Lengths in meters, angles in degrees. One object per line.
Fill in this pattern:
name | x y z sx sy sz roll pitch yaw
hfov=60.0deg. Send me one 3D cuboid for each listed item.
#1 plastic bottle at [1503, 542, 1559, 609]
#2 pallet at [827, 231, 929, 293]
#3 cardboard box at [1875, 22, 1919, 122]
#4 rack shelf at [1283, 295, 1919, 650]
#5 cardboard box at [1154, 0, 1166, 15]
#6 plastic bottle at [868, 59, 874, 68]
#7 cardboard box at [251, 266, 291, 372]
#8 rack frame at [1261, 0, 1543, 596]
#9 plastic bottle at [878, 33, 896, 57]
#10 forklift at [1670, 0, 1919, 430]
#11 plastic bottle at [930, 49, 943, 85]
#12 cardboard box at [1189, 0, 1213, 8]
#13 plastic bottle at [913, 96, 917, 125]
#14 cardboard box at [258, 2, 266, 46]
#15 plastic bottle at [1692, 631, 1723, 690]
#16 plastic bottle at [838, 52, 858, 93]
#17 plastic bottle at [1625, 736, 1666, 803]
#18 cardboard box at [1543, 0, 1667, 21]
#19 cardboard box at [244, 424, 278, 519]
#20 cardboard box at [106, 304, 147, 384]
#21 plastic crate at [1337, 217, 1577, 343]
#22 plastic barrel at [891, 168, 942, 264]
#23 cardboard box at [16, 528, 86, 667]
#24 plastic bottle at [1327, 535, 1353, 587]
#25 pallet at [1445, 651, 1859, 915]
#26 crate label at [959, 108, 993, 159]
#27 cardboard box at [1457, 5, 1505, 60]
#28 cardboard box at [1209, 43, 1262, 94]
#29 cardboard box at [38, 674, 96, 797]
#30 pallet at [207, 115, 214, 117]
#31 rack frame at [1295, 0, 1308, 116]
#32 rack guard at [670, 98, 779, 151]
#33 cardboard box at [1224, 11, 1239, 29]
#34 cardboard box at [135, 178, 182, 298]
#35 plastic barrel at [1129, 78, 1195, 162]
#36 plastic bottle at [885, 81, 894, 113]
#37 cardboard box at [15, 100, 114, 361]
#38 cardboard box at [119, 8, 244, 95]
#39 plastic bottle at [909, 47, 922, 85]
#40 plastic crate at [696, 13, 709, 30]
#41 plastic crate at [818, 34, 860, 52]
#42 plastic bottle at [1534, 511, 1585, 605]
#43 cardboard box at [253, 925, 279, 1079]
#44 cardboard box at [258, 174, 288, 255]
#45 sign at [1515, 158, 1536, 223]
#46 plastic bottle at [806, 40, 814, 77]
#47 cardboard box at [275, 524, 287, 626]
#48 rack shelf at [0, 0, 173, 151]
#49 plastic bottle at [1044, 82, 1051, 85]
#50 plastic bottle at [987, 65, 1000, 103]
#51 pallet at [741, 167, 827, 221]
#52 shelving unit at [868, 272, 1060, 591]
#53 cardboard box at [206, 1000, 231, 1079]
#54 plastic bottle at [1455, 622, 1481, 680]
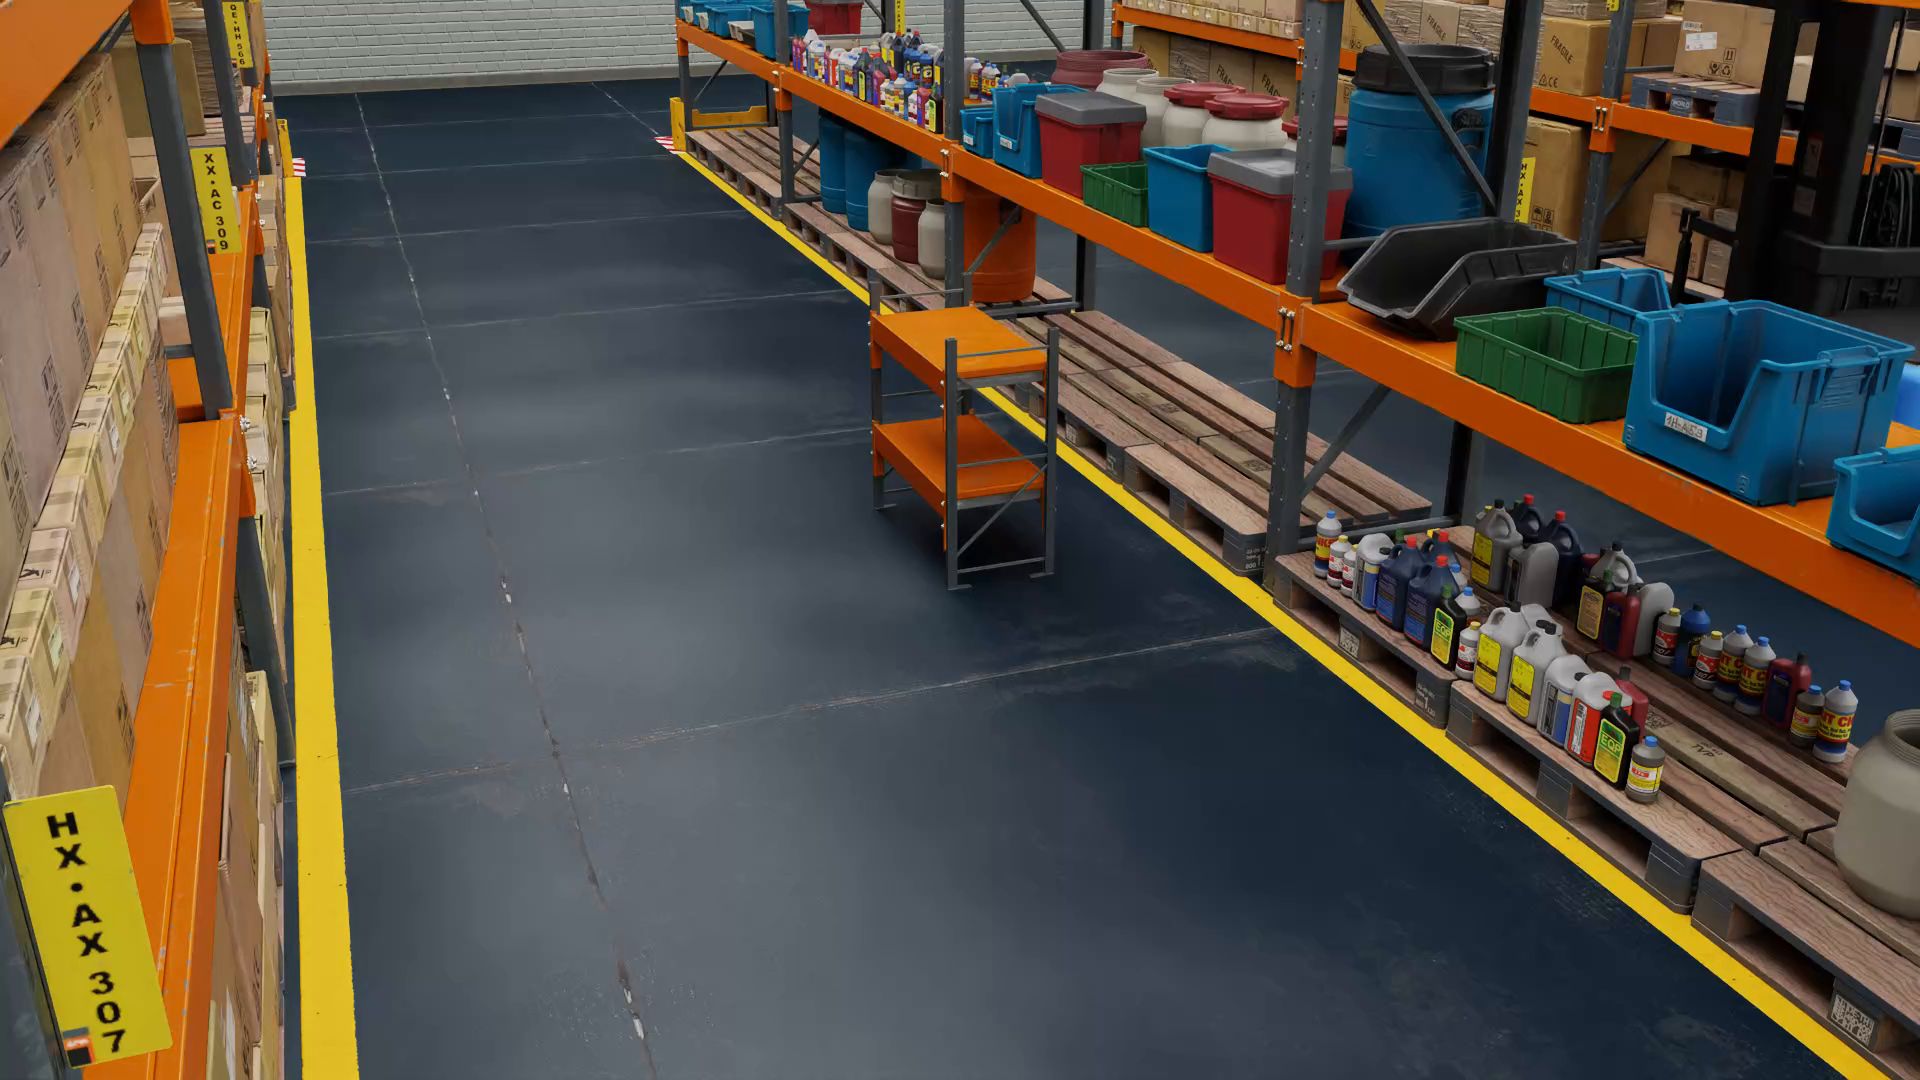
plastic bottle | 2.240 0.127 6.528 0.152 0.276 0.135 -8 24 -19
pallet | -0.353 -2.111 12.487 1.003 0.211 1.213 -8 24 -19
cardboard box | 5.740 -2.757 9.756 0.797 0.503 0.637 -6 24 -14
rack shelf | 2.511 -0.161 5.197 1.077 0.370 4.000 -8 24 -19
cardboard box | 2.292 -5.688 17.708 0.380 0.149 0.250 -9 24 -20
plastic bottle | -0.610 -3.247 11.741 0.061 0.283 0.133 -8 24 -19
cardboard box | -4.137 -1.250 9.506 0.500 0.500 0.500 -7 24 -17
rack frame | 1.805 -1.219 6.781 1.000 3.000 0.127 -8 24 -19
plastic bottle | -0.580 -3.970 13.467 0.152 0.276 0.135 -8 24 -19
forklift | 4.064 -1.620 7.819 1.130 2.935 3.031 -3 23 -6
plastic bottle | -0.143 -3.521 12.402 0.152 0.276 0.135 -8 24 -19
cardboard box | 2.669 -5.556 16.880 0.500 0.250 0.500 -9 24 -20
plastic bottle | -0.256 -2.798 10.782 0.097 0.201 0.097 0 23 0
cardboard box | -6.470 -4.634 14.754 0.500 0.500 0.500 -8 24 -19
plastic bottle | 2.677 0.422 5.922 0.097 0.201 0.097 0 23 0
plastic bottle | -0.805 -3.428 12.180 0.152 0.276 0.135 -8 24 -19
plastic bottle | 2.159 0.714 5.231 0.097 0.201 0.097 0 23 0
cardboard box | 4.782 -4.129 12.263 0.797 0.503 0.637 -7 24 -17
cardboard box | -3.099 -0.281 6.832 0.500 0.311 0.500 -9 25 -21
cardboard box | -2.176 -0.447 3.984 0.380 0.149 0.250 -8 24 -19
plastic crate | 1.871 -0.983 6.300 0.767 0.338 0.504 -8 24 -19
plastic barrel | -0.196 -2.341 12.006 0.600 0.588 0.708 -8 24 -19
cardboard box | -1.624 0.117 2.647 0.380 0.149 0.250 -9 24 -20
plastic bottle | 1.543 0.080 6.734 0.097 0.201 0.097 0 23 0
pallet | 2.438 0.759 5.677 1.003 0.211 1.213 -8 24 -19
crate label | 0.190 -2.391 9.777 0.303 0.233 0.416 -8 24 -19
cardboard box | 4.262 -3.914 13.045 0.500 0.500 0.500 -9 25 -21
cardboard box | 3.136 -4.598 16.992 0.875 0.875 0.875 -8 24 -19
cardboard box | -1.760 0.505 2.562 0.700 0.500 0.500 -8 24 -18
pallet | -5.476 -3.054 11.381 1.003 0.211 1.213 -8 24 -19
rack frame | 3.612 -4.806 15.290 1.000 3.000 0.127 -8 24 -19
rack guard | -2.455 -4.435 17.628 1.175 0.500 0.348 -8 24 -19
cardboard box | 2.834 -5.130 16.382 0.380 0.149 0.250 -8 24 -18
cardboard box | -3.273 -1.060 6.274 0.500 0.500 0.500 -7 24 -15
plastic barrel | 1.104 -2.227 9.027 0.421 0.512 0.421 0 23 0
plastic bottle | -0.462 -3.010 11.286 0.097 0.201 0.097 0 23 0
cardboard box | -2.312 -0.659 3.653 0.700 0.500 0.500 -8 24 -19
cardboard box | -4.975 -3.054 10.464 0.700 0.500 0.500 -15 27 -32
plastic bottle | -0.335 -3.579 12.546 0.097 0.271 0.097 0 23 0
plastic crate | -2.380 -4.976 15.957 0.250 0.136 0.298 -8 24 -19
plastic crate | -1.052 -4.221 14.165 0.396 0.136 0.243 -8 24 -19
plastic bottle | 2.370 0.063 6.583 0.144 0.351 0.185 -10 25 -22
cardboard box | -1.927 1.215 4.004 0.500 0.250 0.500 -8 24 -19
cardboard box | -5.214 -2.359 12.136 0.500 0.500 0.500 -8 24 -19
sign | 2.323 -1.418 6.897 0.100 0.325 0.005 -8 24 -19
plastic bottle | -1.152 -3.752 12.955 0.097 0.271 0.097 0 23 0
cardboard box | -2.921 0.166 6.494 0.500 0.250 0.500 -8 24 -18
rack shelf | -2.124 -0.865 3.005 1.077 0.370 4.000 -8 24 -19
plastic bottle | 0.541 -2.817 10.732 0.152 0.276 0.135 -8 24 -19
plastic bottle | 0.234 -3.161 11.554 0.097 0.271 0.097 0 23 0
pallet | -1.317 -3.103 14.840 1.003 0.211 1.213 -8 24 -19
shelving unit | -0.002 -0.521 7.537 0.538 1.125 1.048 -8 24 -19
cardboard box | -1.577 1.233 2.995 0.500 0.500 0.500 -8 24 -19
plastic bottle | 1.846 0.392 5.994 0.097 0.201 0.097 0 23 0
